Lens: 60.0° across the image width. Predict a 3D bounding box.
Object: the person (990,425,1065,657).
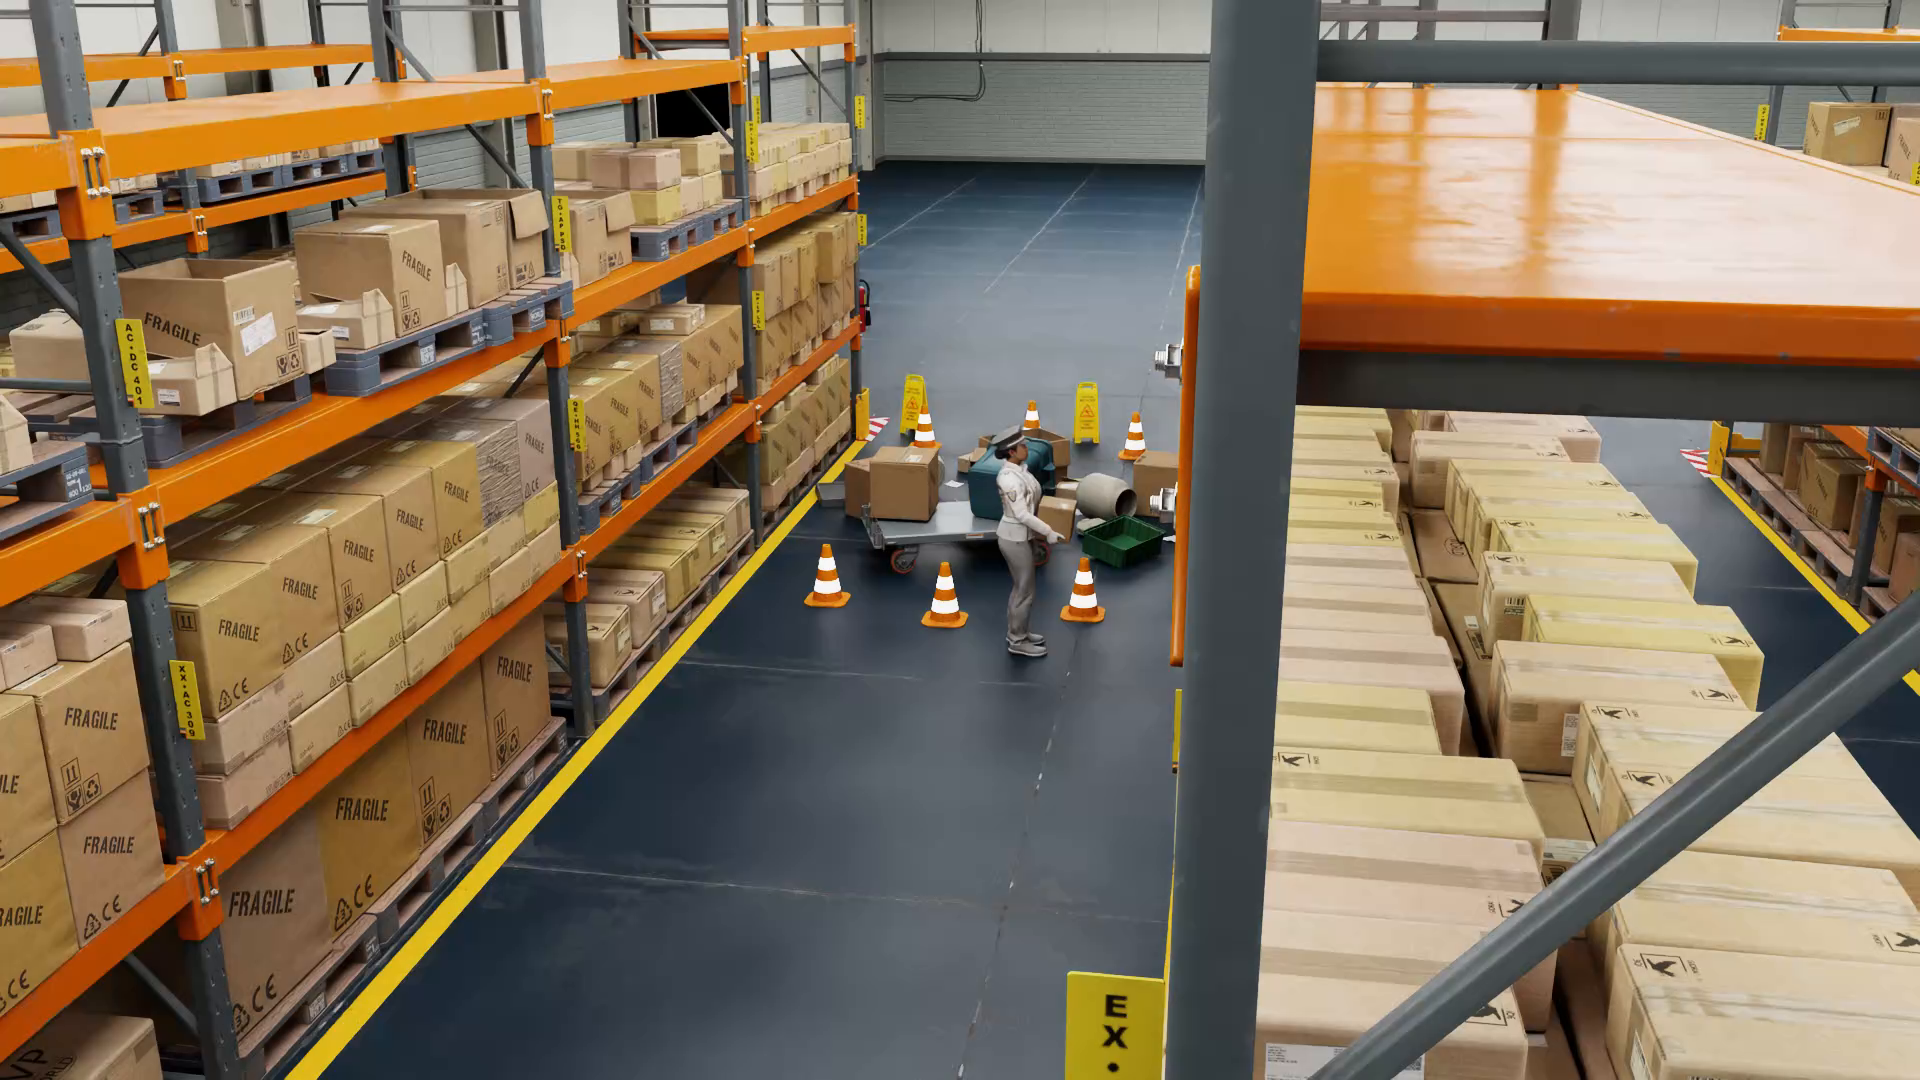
[{"bbox_3d":[0.493,-0.003,12.020,0.563,1.687,0.460,3,18,9],"label":"person"}]
